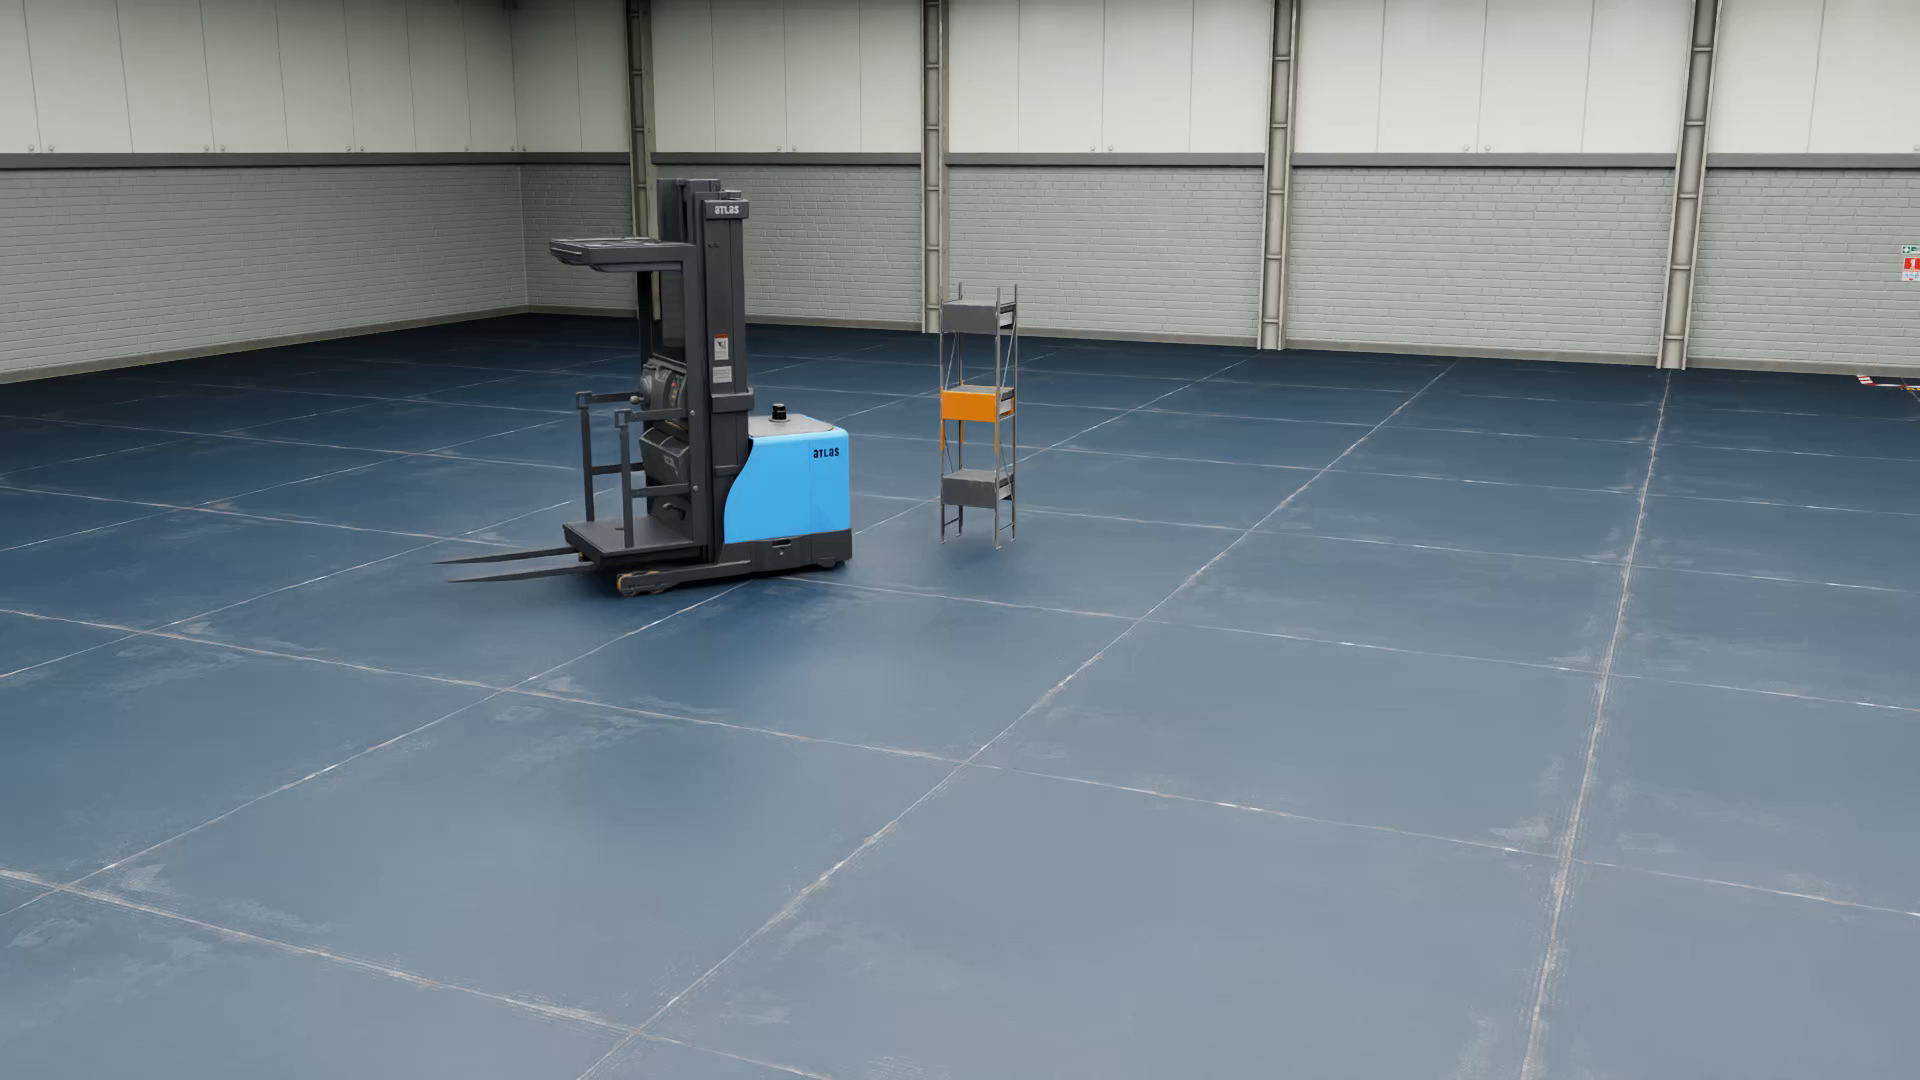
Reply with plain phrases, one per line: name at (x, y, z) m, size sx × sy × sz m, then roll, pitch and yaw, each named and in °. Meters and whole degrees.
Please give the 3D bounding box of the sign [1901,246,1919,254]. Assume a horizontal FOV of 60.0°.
sign at (13.320, -4.044, 23.183) m, size 0.331 × 0.109 × 0.001 m, roll 6°, pitch 14°, yaw 23°

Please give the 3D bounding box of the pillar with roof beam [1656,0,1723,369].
pillar with roof beam at (8.797, -6.038, 19.787) m, size 0.400 × 9.000 × 9.100 m, roll 6°, pitch 14°, yaw 23°

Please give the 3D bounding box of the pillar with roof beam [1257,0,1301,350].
pillar with roof beam at (3.312, -6.593, 22.153) m, size 0.400 × 9.000 × 9.100 m, roll 6°, pitch 14°, yaw 23°

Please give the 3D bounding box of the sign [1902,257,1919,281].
sign at (13.319, -3.788, 23.253) m, size 0.234 × 0.329 × 0.001 m, roll 6°, pitch 14°, yaw 23°

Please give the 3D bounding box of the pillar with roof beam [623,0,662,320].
pillar with roof beam at (-7.660, -7.703, 26.885) m, size 0.400 × 9.000 × 9.100 m, roll 6°, pitch 14°, yaw 23°

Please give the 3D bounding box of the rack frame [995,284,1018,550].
rack frame at (0.374, -0.984, 13.353) m, size 0.015 × 2.100 × 0.400 m, roll 6°, pitch 14°, yaw 23°

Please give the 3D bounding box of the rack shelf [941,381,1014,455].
rack shelf at (0.151, -0.994, 13.453) m, size 0.480 × 0.518 × 0.431 m, roll 6°, pitch 14°, yaw 23°

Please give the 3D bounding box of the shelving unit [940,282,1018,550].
shelving unit at (0.151, -1.007, 13.450) m, size 0.503 × 2.100 × 0.431 m, roll 6°, pitch 14°, yaw 23°

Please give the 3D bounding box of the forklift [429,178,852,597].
forklift at (-2.378, -1.153, 12.252) m, size 3.031 × 2.935 × 1.130 m, roll -7°, pitch 15°, yaw -28°

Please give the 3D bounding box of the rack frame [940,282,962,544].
rack frame at (-0.072, -1.029, 13.546) m, size 0.015 × 2.100 × 0.400 m, roll 6°, pitch 14°, yaw 23°

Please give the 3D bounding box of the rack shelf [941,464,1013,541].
rack shelf at (0.151, -0.312, 13.613) m, size 0.480 × 0.518 × 0.431 m, roll 6°, pitch 14°, yaw 23°

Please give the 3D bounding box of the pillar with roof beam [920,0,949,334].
pillar with roof beam at (-2.174, -7.148, 24.519) m, size 0.400 × 9.000 × 9.100 m, roll 6°, pitch 14°, yaw 23°

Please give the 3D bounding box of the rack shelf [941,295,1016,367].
rack shelf at (0.151, -1.675, 13.293) m, size 0.480 × 0.518 × 0.431 m, roll 6°, pitch 14°, yaw 23°
